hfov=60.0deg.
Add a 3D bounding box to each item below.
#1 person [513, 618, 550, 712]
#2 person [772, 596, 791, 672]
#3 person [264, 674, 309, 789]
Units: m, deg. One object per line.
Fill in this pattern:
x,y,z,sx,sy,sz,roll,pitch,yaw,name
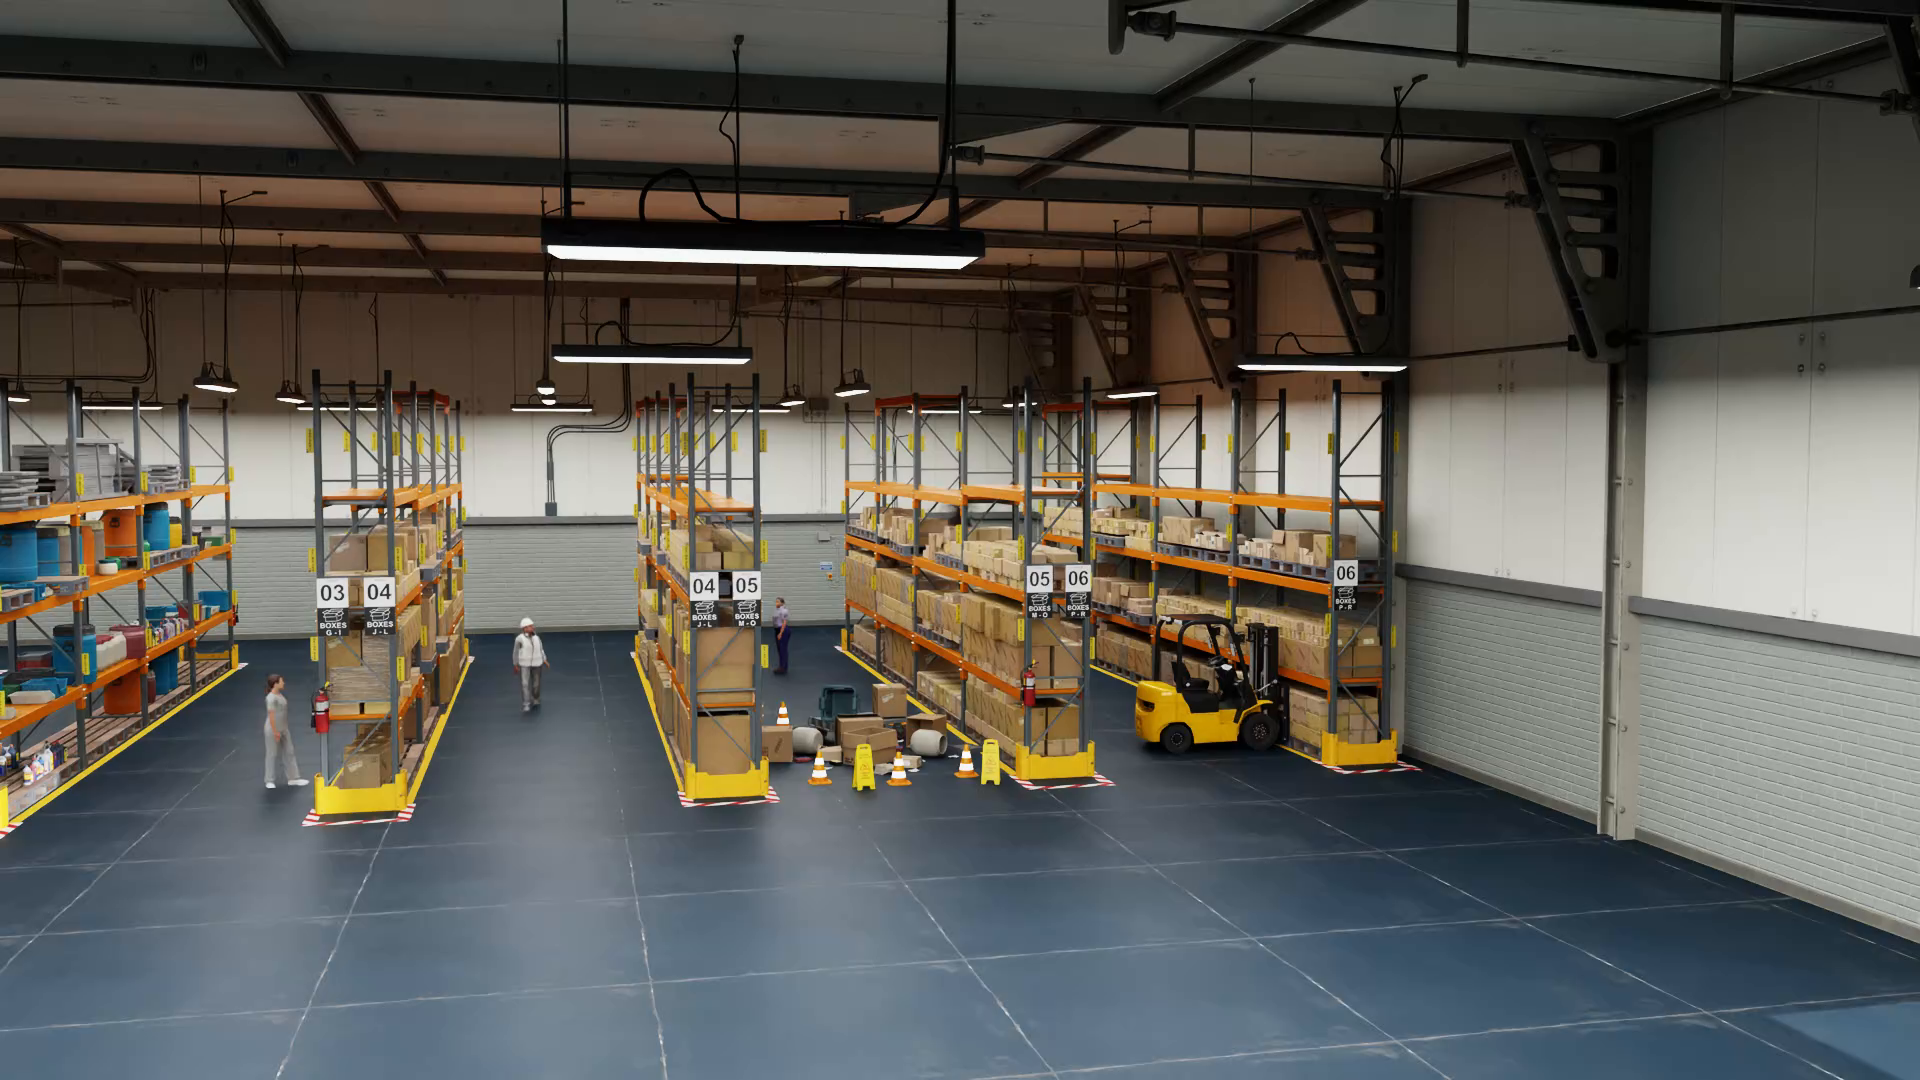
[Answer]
-8.054,2.337,31.222,0.669,1.731,1.018,-1,3,-15,person
-3.942,2.066,36.524,0.421,1.661,0.489,-1,4,-22,person
-9.875,2.777,24.211,0.569,1.666,0.485,1,3,15,person
